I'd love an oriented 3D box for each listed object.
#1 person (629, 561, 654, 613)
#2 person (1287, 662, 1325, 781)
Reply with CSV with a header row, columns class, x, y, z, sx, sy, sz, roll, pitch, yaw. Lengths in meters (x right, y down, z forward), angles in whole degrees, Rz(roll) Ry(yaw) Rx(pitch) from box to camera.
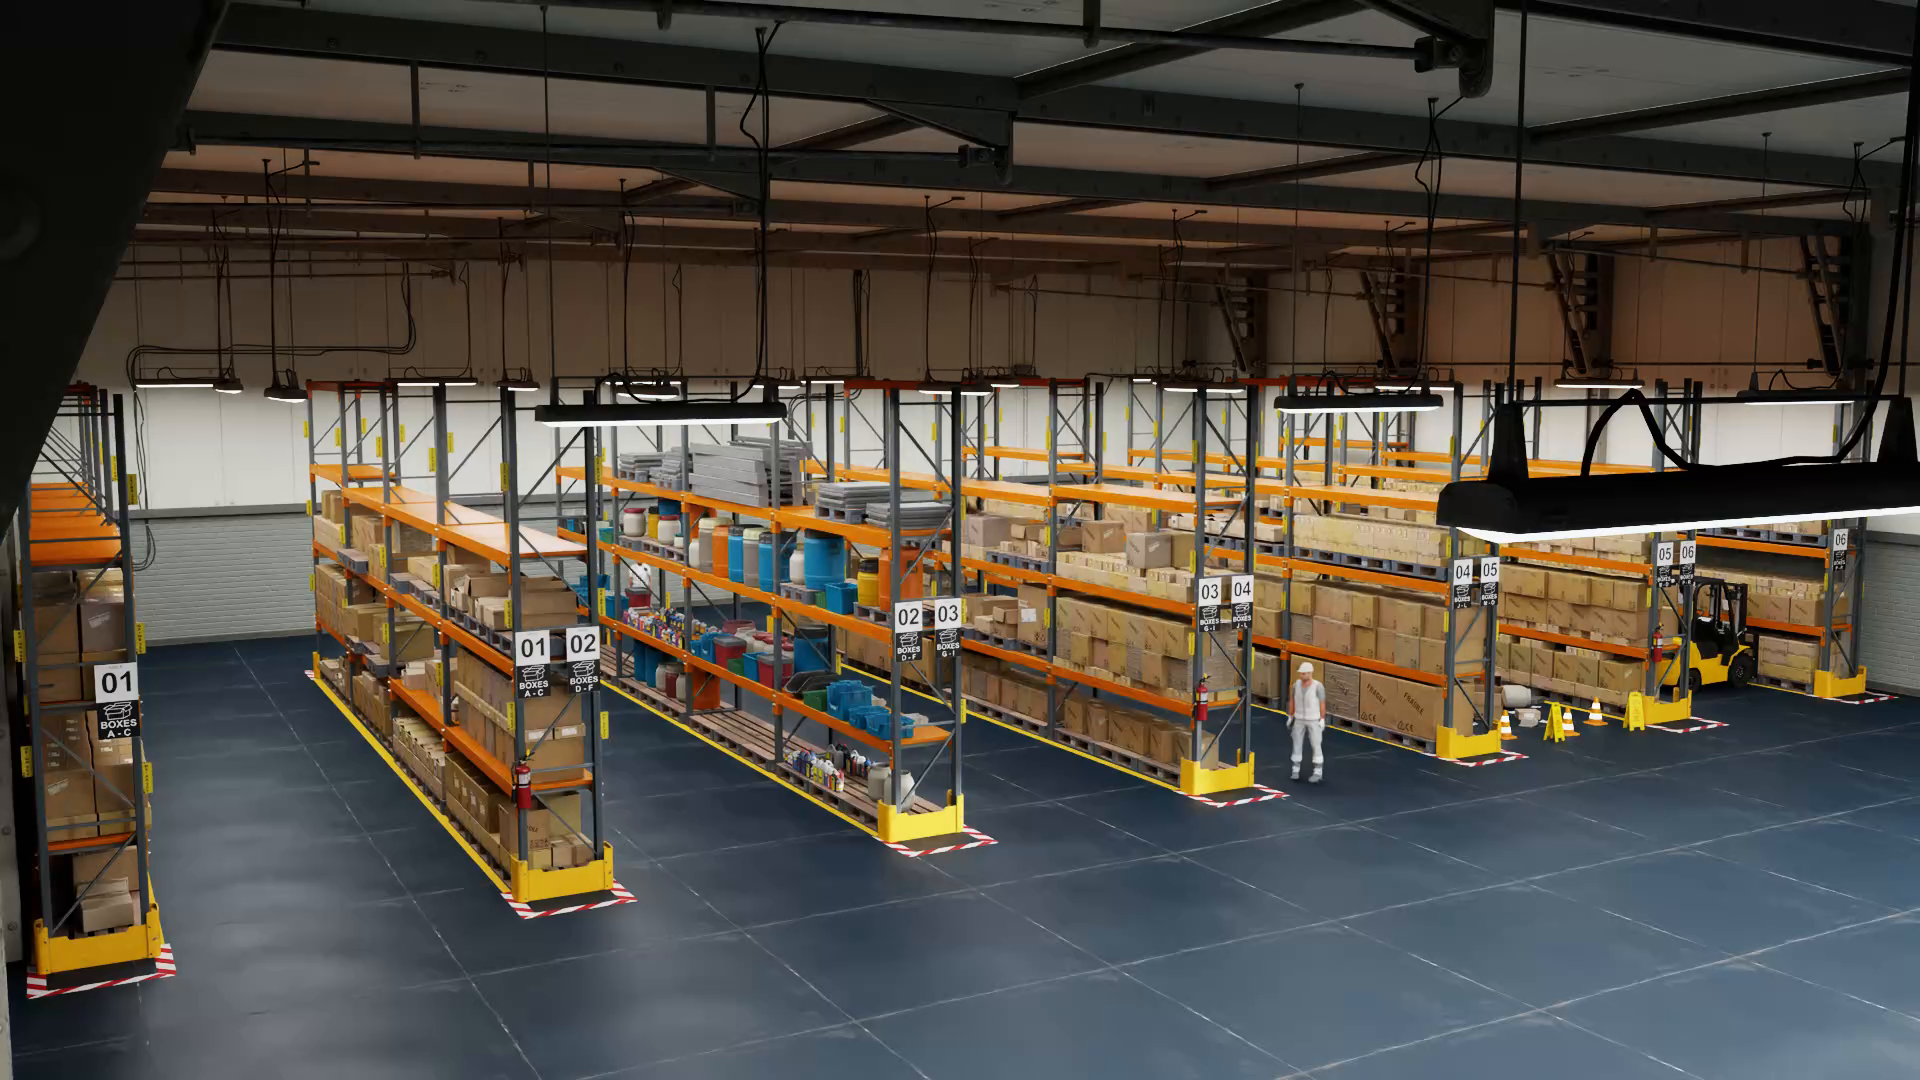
class,x,y,z,sx,sy,sz,roll,pitch,yaw
person,-7.728,1.171,40.255,0.538,1.759,0.789,1,6,5
person,5.244,2.748,25.272,0.591,1.791,0.421,3,7,27
